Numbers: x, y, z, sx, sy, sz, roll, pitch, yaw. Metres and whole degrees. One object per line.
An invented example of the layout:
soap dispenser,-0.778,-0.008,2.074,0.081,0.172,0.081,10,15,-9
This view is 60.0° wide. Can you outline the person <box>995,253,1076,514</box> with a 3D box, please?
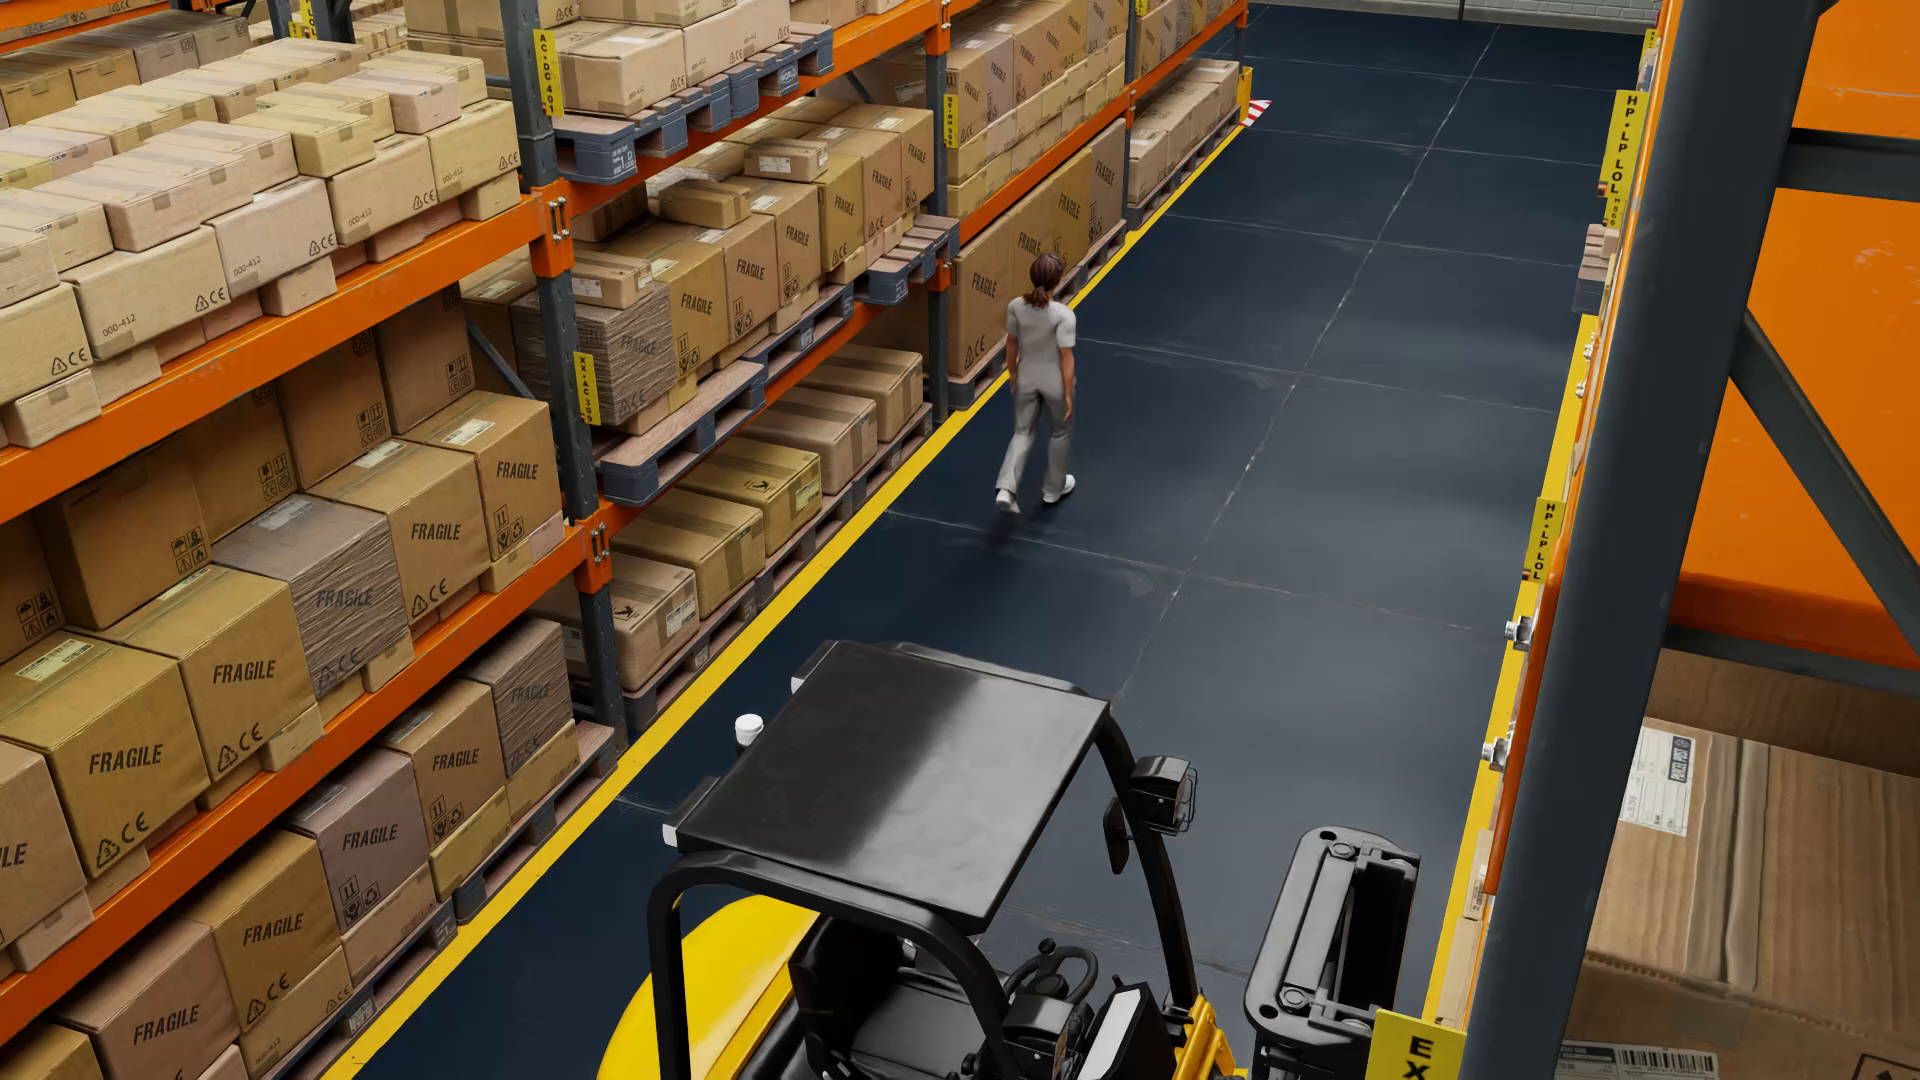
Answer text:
person,0.460,-0.891,9.676,0.451,1.638,0.839,13,32,21
